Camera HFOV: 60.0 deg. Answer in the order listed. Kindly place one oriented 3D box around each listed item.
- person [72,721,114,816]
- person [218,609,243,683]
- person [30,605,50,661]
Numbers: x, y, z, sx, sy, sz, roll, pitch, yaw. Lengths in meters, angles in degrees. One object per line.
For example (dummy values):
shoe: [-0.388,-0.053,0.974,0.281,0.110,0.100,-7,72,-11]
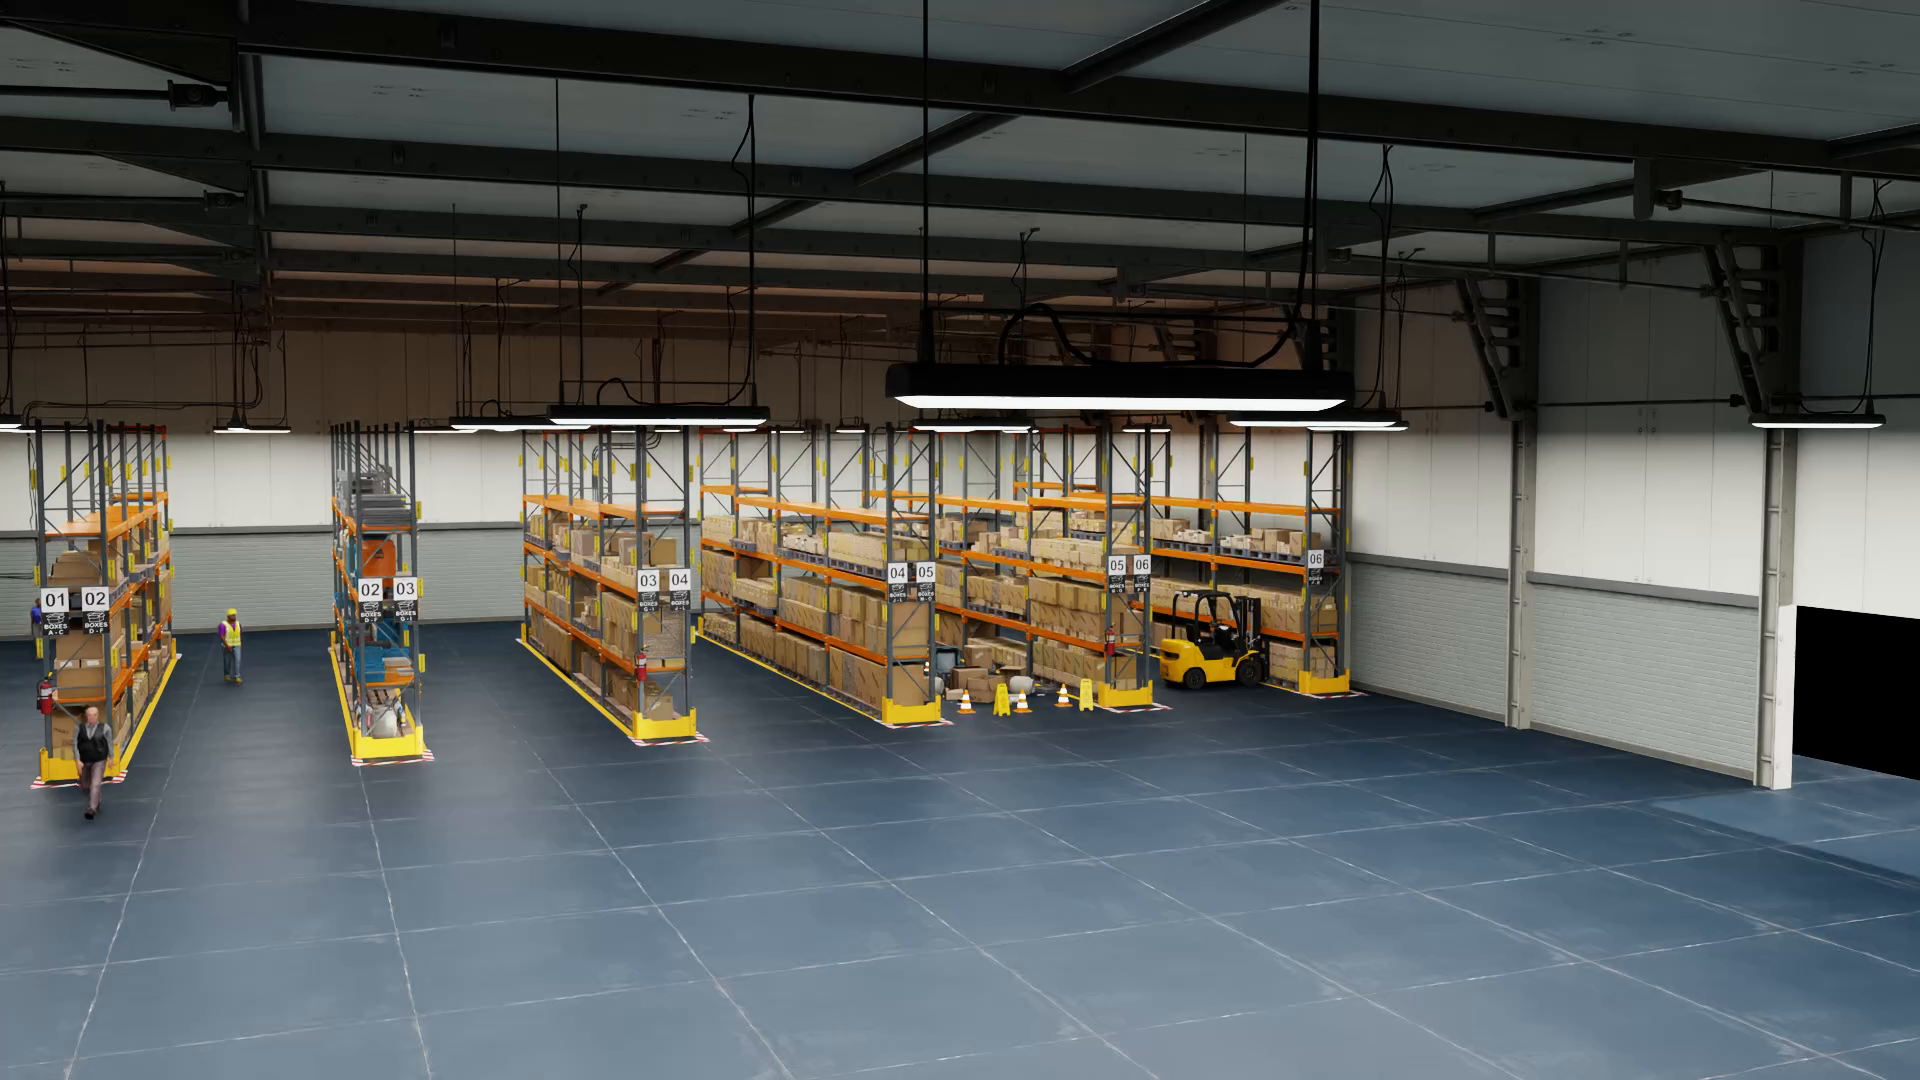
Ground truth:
person: [-13.081,3.407,25.079,0.524,1.402,0.934,-1,4,-13]
person: [-16.842,2.448,38.477,0.554,1.702,1.017,-3,5,-38]
person: [-23.525,2.342,42.561,0.432,1.412,0.843,-2,4,-24]
